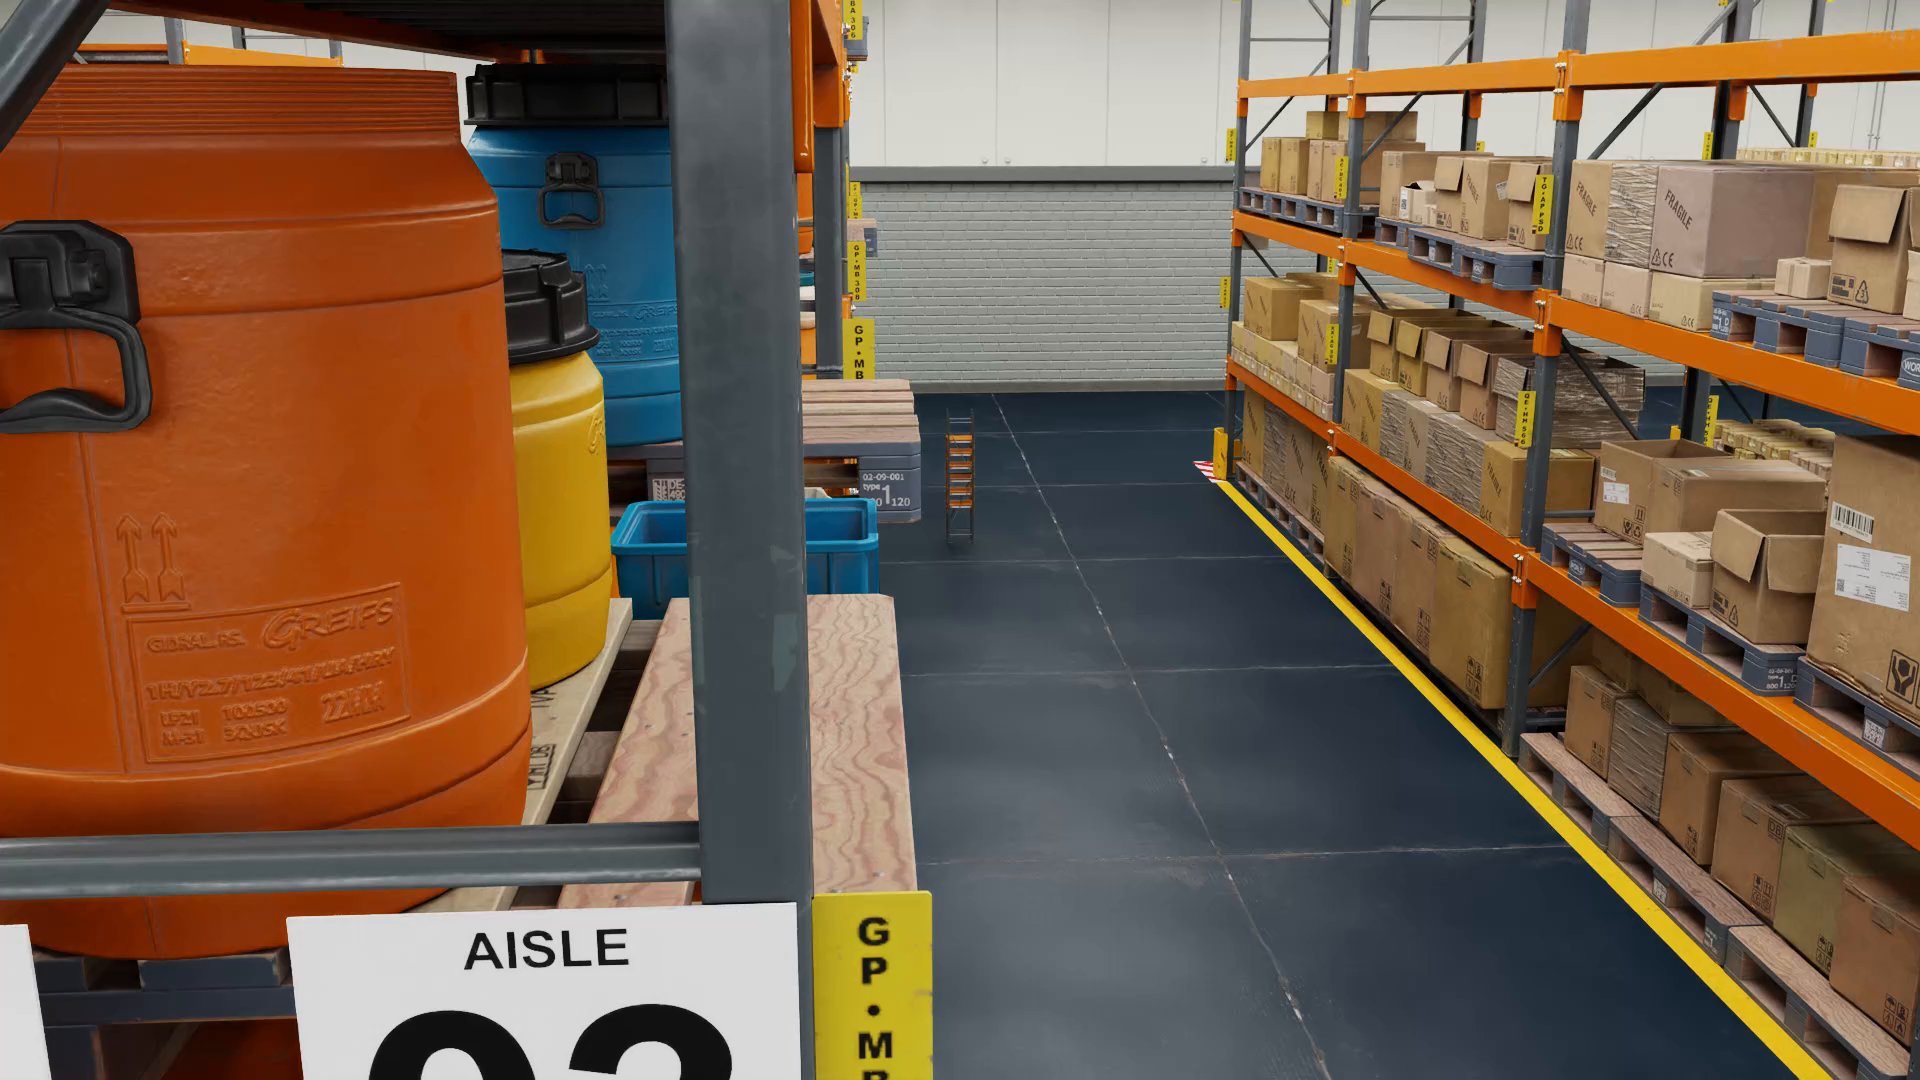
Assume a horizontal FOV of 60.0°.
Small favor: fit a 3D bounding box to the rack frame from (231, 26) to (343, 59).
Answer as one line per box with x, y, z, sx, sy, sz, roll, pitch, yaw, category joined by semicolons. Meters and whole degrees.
-6.558;-4.891;16.202;1.000;3.000;0.127;-1;14;-3;rack frame

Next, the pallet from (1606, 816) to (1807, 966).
3.944;1.699;8.223;1.003;0.211;1.213;-1;14;-3;pallet

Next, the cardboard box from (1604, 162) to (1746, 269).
3.625;-1.645;8.398;0.500;0.500;0.500;-1;14;-3;cardboard box

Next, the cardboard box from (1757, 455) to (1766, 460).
8.145;-0.763;16.479;0.380;0.149;0.250;-2;15;-6;cardboard box

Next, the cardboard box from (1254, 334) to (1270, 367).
3.156;-1.832;16.053;0.500;0.250;0.500;-1;14;-5;cardboard box

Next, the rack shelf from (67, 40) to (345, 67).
-6.434;-4.044;14.358;1.077;0.370;4.000;-1;14;-3;rack shelf

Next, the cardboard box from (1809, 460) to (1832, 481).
8.127;-0.646;15.427;0.380;0.149;0.250;-2;15;-6;cardboard box

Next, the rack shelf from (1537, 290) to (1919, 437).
3.949;-0.755;7.590;1.077;0.370;4.000;-1;14;-3;rack shelf

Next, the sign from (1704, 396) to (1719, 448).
4.366;-0.682;9.714;0.100;0.325;0.005;-1;14;-3;sign

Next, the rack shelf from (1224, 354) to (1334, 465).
3.453;-1.292;15.696;1.077;0.370;4.000;-1;14;-3;rack shelf

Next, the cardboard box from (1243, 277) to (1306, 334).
3.120;-2.325;16.465;0.500;0.500;0.500;-1;14;-5;cardboard box

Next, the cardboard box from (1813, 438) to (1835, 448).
8.698;-0.915;16.473;0.380;0.149;0.250;0;14;-1;cardboard box

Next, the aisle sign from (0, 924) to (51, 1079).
-0.915;0.681;1.366;0.394;0.787;0.004;-1;14;-3;aisle sign

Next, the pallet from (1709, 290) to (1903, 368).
4.073;-0.928;7.196;1.213;0.211;1.003;-1;14;-3;pallet

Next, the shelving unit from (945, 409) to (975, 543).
0.001;-0.577;15.087;0.258;1.200;0.189;-1;14;-3;shelving unit

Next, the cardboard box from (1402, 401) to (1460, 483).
3.456;-0.695;11.733;0.500;0.500;0.500;-1;14;-2;cardboard box

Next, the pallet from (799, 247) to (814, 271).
-1.068;-1.625;9.905;1.003;0.211;1.213;-1;14;-3;pallet

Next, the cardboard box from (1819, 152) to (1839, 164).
8.099;-3.467;15.185;0.380;0.149;0.250;-1;14;-4;cardboard box

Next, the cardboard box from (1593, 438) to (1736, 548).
3.898;-0.267;9.223;0.500;0.500;0.500;-3;15;-10;cardboard box

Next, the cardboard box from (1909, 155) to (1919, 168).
8.215;-3.149;13.948;0.380;0.149;0.250;-1;14;-2;cardboard box

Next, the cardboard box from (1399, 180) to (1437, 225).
3.555;-2.482;12.193;0.500;0.311;0.500;-1;14;-5;cardboard box

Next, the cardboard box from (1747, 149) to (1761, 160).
8.021;-3.788;16.432;0.380;0.149;0.250;-1;14;-4;cardboard box

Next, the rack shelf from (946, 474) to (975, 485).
0.001;-0.534;15.098;0.258;0.103;0.180;-1;14;-3;rack shelf

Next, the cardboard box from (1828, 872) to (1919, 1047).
4.056;1.691;6.792;0.700;0.500;0.500;-2;15;-8;cardboard box

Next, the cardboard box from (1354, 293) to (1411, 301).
3.743;-1.953;15.019;0.500;0.500;0.500;-1;14;-5;cardboard box

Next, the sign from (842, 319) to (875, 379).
-0.321;-0.540;5.291;0.100;0.325;0.005;-1;14;-3;sign

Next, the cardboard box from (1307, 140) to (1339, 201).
3.440;-3.224;14.495;0.700;0.500;0.500;0;14;-1;cardboard box

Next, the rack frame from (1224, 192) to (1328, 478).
3.329;-2.138;17.540;1.000;3.000;0.127;-1;14;-3;rack frame

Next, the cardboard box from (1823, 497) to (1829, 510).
8.105;-0.367;15.535;0.380;0.149;0.250;-1;14;-4;cardboard box

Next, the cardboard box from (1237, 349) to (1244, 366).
3.039;-1.859;16.960;0.380;0.149;0.250;-1;14;-4;cardboard box

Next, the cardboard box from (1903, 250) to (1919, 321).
3.915;-0.977;6.434;0.396;0.266;0.258;0;14;-1;cardboard box

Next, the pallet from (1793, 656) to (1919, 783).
4.171;0.747;6.712;1.003;0.211;1.213;-1;14;-3;pallet

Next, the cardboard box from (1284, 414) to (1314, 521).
3.560;-0.707;15.399;0.875;0.875;0.875;-1;14;-3;cardboard box

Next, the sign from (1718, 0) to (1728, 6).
7.744;-5.577;16.834;0.100;0.325;0.005;-1;14;-3;sign

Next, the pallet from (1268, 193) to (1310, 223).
3.464;-3.059;15.279;1.003;0.211;1.213;-1;14;-3;pallet

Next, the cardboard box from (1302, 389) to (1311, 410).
3.199;-1.220;14.477;0.380;0.149;0.250;-1;14;-4;cardboard box

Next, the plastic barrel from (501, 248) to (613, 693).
-0.820;-0.111;2.422;0.600;0.588;0.600;0;14;0;plastic barrel

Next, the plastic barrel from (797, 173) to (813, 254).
-1.151;-2.077;9.579;0.600;0.830;0.708;-1;14;-3;plastic barrel

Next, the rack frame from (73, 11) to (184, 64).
-6.311;-3.897;12.335;1.000;3.000;0.127;-1;14;-3;rack frame

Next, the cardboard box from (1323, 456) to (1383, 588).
3.637;-0.159;13.269;1.225;0.875;0.875;-1;14;-3;cardboard box

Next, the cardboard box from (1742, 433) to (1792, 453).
8.102;-0.973;16.697;0.380;0.149;0.250;-2;15;-6;cardboard box

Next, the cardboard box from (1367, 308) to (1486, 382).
3.625;-1.519;12.919;0.797;0.503;0.637;-1;14;-5;cardboard box

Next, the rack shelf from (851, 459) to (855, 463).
-1.243;-0.221;11.533;1.077;0.370;4.000;-1;14;-3;rack shelf

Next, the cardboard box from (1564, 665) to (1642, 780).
3.886;1.015;9.417;0.700;0.500;0.500;-2;15;-6;cardboard box

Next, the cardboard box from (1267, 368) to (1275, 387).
3.118;-1.540;15.722;0.380;0.149;0.250;-1;14;-5;cardboard box

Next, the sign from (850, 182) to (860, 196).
-1.066;-3.476;16.931;0.100;0.325;0.005;-1;14;-3;sign
